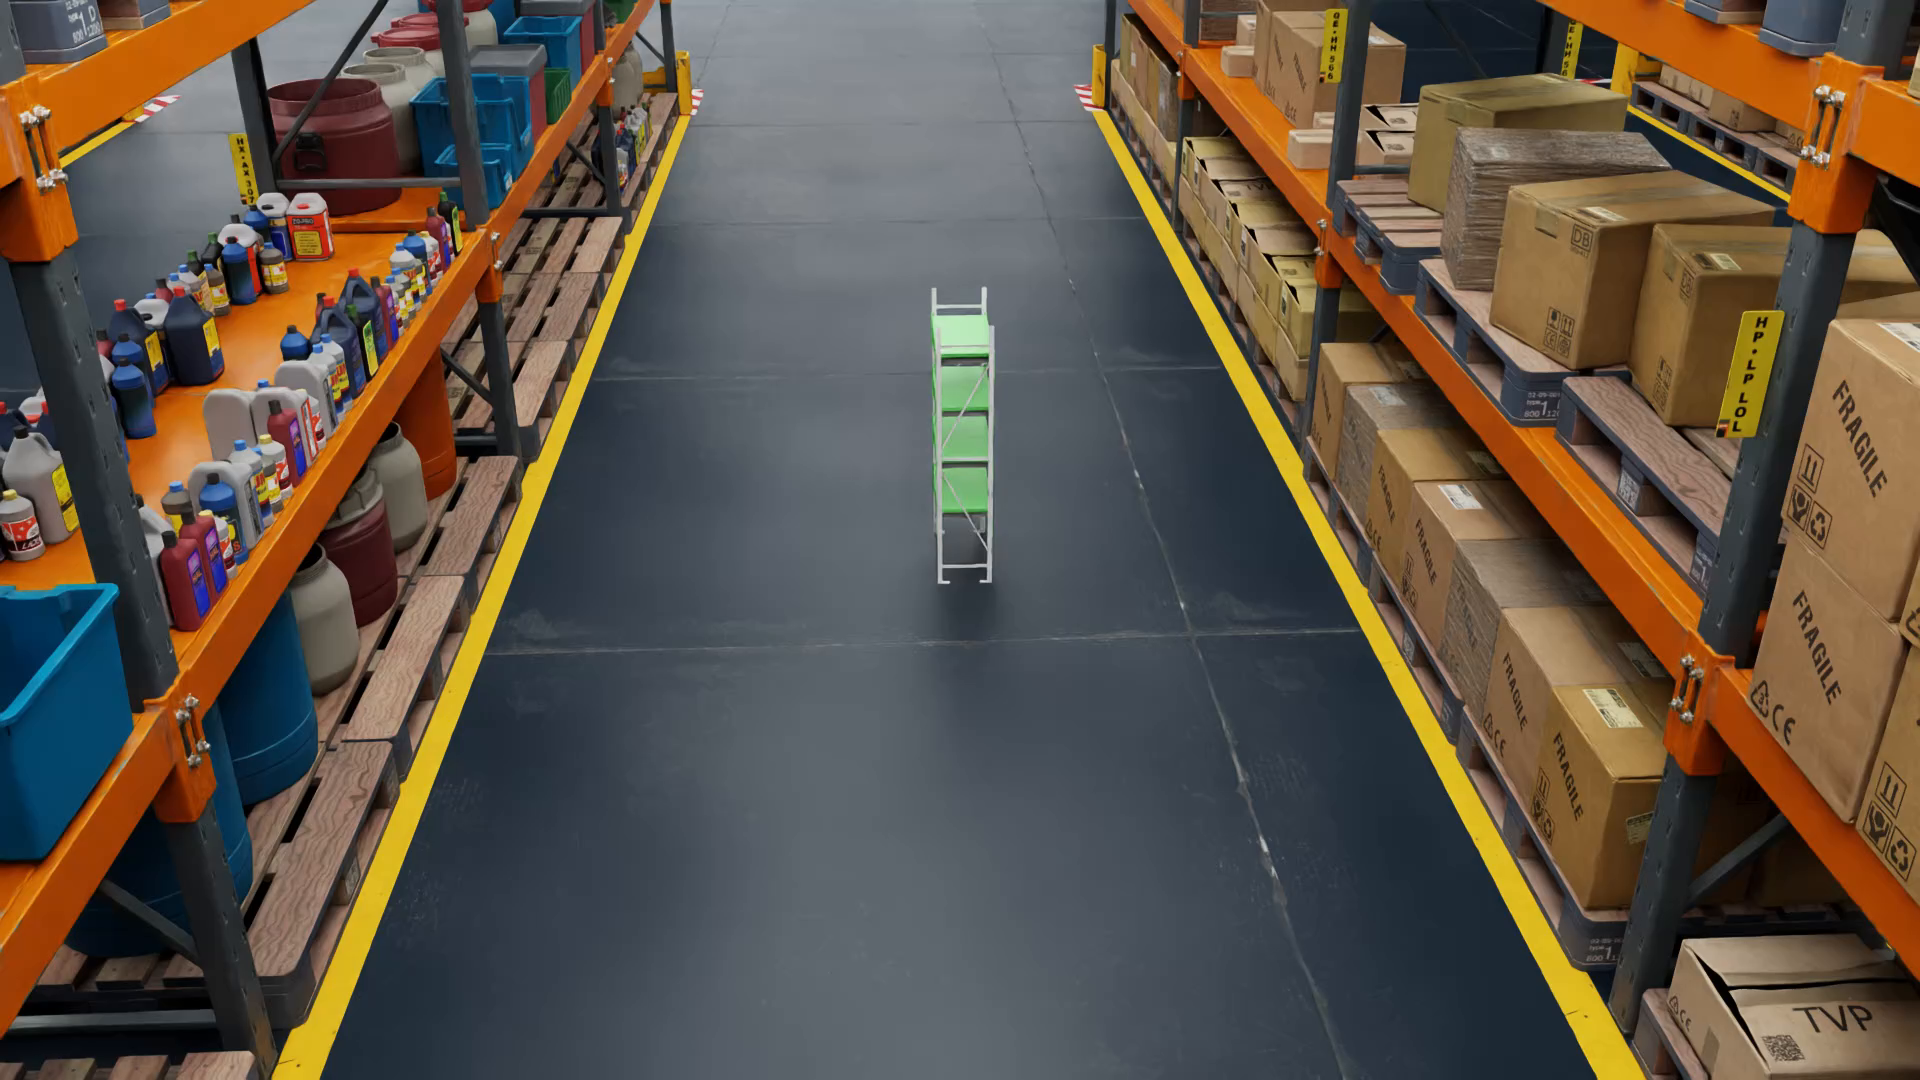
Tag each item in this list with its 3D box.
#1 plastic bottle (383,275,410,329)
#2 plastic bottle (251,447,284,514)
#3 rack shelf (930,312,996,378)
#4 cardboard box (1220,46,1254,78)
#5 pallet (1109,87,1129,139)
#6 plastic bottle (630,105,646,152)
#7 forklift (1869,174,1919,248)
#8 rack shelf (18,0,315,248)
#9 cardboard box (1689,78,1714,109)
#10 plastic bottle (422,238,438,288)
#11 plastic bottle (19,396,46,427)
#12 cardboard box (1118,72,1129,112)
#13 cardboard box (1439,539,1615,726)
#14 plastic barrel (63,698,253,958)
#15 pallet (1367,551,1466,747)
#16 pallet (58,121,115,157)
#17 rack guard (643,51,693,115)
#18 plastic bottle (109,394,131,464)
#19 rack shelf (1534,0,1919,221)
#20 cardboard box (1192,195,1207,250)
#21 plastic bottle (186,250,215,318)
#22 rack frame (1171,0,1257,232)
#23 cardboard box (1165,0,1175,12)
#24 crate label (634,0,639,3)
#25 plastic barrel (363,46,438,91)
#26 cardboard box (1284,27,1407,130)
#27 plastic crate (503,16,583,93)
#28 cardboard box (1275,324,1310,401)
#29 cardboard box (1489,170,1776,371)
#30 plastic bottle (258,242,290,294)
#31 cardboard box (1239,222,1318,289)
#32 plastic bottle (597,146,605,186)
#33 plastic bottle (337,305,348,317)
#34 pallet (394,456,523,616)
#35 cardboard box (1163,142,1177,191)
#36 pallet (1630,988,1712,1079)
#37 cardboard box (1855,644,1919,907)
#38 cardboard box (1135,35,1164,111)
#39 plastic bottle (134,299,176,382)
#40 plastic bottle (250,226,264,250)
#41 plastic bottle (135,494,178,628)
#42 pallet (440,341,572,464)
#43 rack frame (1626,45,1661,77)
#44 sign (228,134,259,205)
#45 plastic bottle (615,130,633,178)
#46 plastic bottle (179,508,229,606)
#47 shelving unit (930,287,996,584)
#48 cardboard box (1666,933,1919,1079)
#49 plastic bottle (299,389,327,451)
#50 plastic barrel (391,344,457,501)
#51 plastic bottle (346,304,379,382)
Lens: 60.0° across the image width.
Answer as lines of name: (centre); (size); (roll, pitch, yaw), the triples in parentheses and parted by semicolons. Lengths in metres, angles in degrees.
plastic bottle: (-2.217, -0.934, 6.512); (0.097, 0.201, 0.097); (0, 28, 0)
plastic bottle: (-2.133, -0.184, 5.075); (0.097, 0.201, 0.097); (0, 28, 0)
rack shelf: (0.009, -0.824, 7.134); (0.258, 0.148, 0.480); (-1, 28, -3)
cardboard box: (1.885, -3.068, 10.661); (0.380, 0.149, 0.250); (-1, 28, -3)
pallet: (1.916, -3.852, 14.908); (1.003, 0.211, 1.213); (-1, 28, -3)
plastic bottle: (-2.573, -3.249, 13.124); (0.144, 0.351, 0.185); (0, 28, -1)
forklift: (5.194, -1.608, 7.663); (3.031, 2.935, 1.130); (-3, 28, -6)
rack shelf: (-2.590, -1.716, 5.331); (1.077, 0.370, 4.000); (-1, 28, -3)
cardboard box: (6.757, -3.980, 14.570); (0.500, 0.311, 0.500); (1, 28, 2)
plastic bottle: (-2.243, -1.159, 6.943); (0.097, 0.201, 0.097); (0, 28, 0)
plastic bottle: (-2.875, -0.302, 5.220); (0.152, 0.276, 0.135); (-1, 28, -3)
cardboard box: (1.670, -3.924, 14.549); (0.500, 0.250, 0.500); (-1, 28, -3)
cardboard box: (2.106, 0.333, 6.095); (0.500, 0.500, 0.500); (-1, 28, -2)
plastic barrel: (-2.497, 0.711, 4.958); (0.600, 0.901, 0.708); (-1, 28, -3)
pallet: (2.314, 0.398, 6.759); (1.003, 0.211, 1.213); (-1, 28, -3)
pallet: (-8.048, -3.556, 14.340); (1.003, 0.211, 1.213); (-1, 28, -3)
rack guard: (-3.062, -4.181, 15.225); (1.175, 0.500, 0.348); (-1, 28, -3)
plastic bottle: (-2.758, -0.374, 5.362); (0.097, 0.271, 0.097); (0, 28, 0)
rack shelf: (2.356, -1.834, 5.557); (1.077, 0.370, 4.000); (-1, 28, -3)
cardboard box: (1.842, -2.132, 11.114); (0.500, 0.250, 0.500); (-1, 28, -1)
plastic bottle: (-2.997, -0.986, 6.523); (0.061, 0.283, 0.133); (-1, 28, -3)
rack frame: (2.043, -3.594, 11.397); (1.000, 3.000, 0.127); (-1, 28, -3)
cardboard box: (1.957, -4.318, 12.677); (0.700, 0.500, 0.500); (-1, 28, -2)
crate label: (-2.746, -4.495, 13.087); (0.502, 0.435, 0.616); (-1, 28, -3)
plastic barrel: (-2.984, -2.343, 8.877); (0.421, 0.512, 0.421); (0, 28, 0)
cardboard box: (2.148, -2.565, 9.317); (0.500, 0.500, 0.500); (-3, 28, -5)
plastic crate: (-2.535, -2.967, 10.212); (0.392, 0.384, 0.575); (-1, 28, -3)
cardboard box: (1.981, -0.951, 8.848); (0.500, 0.250, 0.500); (-1, 28, -1)
cardboard box: (2.307, -0.944, 5.754); (0.700, 0.500, 0.500); (-8, 29, -16)
plastic bottle: (-2.847, -1.131, 6.889); (0.097, 0.201, 0.097); (0, 28, 0)
cardboard box: (1.921, -1.671, 9.623); (0.500, 0.311, 0.500); (-2, 28, -3)
plastic bottle: (-2.633, -2.770, 12.279); (0.061, 0.283, 0.133); (-1, 28, -3)
plastic bottle: (-2.232, -0.724, 6.021); (0.061, 0.283, 0.133); (-1, 28, -3)
pallet: (-2.612, -0.029, 7.578); (1.003, 0.211, 1.213); (-1, 28, -3)
cardboard box: (1.801, -2.770, 12.336); (0.500, 0.250, 0.500); (-1, 28, -3)
pallet: (2.496, 1.654, 4.350); (1.003, 0.211, 1.213); (-1, 28, -3)
cardboard box: (2.245, 0.535, 3.373); (0.500, 0.500, 0.500); (-1, 28, -2)
cardboard box: (1.716, -3.795, 13.490); (0.500, 0.500, 0.500); (-1, 28, -3)
plastic bottle: (-2.923, -0.725, 6.032); (0.152, 0.276, 0.135); (-1, 28, -3)
plastic bottle: (-3.011, -1.234, 7.087); (0.097, 0.201, 0.097); (0, 28, 0)
plastic bottle: (-2.183, 0.051, 4.461); (0.144, 0.351, 0.185); (-1, 28, -3)
pallet: (-2.697, -0.751, 8.961); (1.003, 0.211, 1.213); (-1, 28, -3)
rack frame: (6.781, -5.562, 15.171); (1.000, 3.000, 0.127); (-1, 28, -3)
sign: (-3.244, -1.684, 7.559); (0.100, 0.325, 0.005); (-1, 28, -3)
plastic bottle: (-2.531, -2.879, 12.415); (0.144, 0.351, 0.185); (-1, 28, -1)
plastic bottle: (-2.086, 0.029, 4.577); (0.061, 0.283, 0.133); (-1, 28, -3)
shelving unit: (0.009, -0.456, 7.326); (0.258, 1.200, 0.503); (-1, 28, -3)
cardboard box: (2.267, 1.297, 4.451); (0.500, 0.311, 0.500); (-1, 28, -3)
plastic bottle: (-2.157, -0.398, 5.484); (0.097, 0.201, 0.097); (0, 28, 0)
plastic barrel: (-2.652, -0.627, 7.601); (0.600, 0.830, 0.708); (-1, 28, -3)
plastic bottle: (-2.171, -0.726, 6.024); (0.061, 0.283, 0.133); (-1, 28, -3)
